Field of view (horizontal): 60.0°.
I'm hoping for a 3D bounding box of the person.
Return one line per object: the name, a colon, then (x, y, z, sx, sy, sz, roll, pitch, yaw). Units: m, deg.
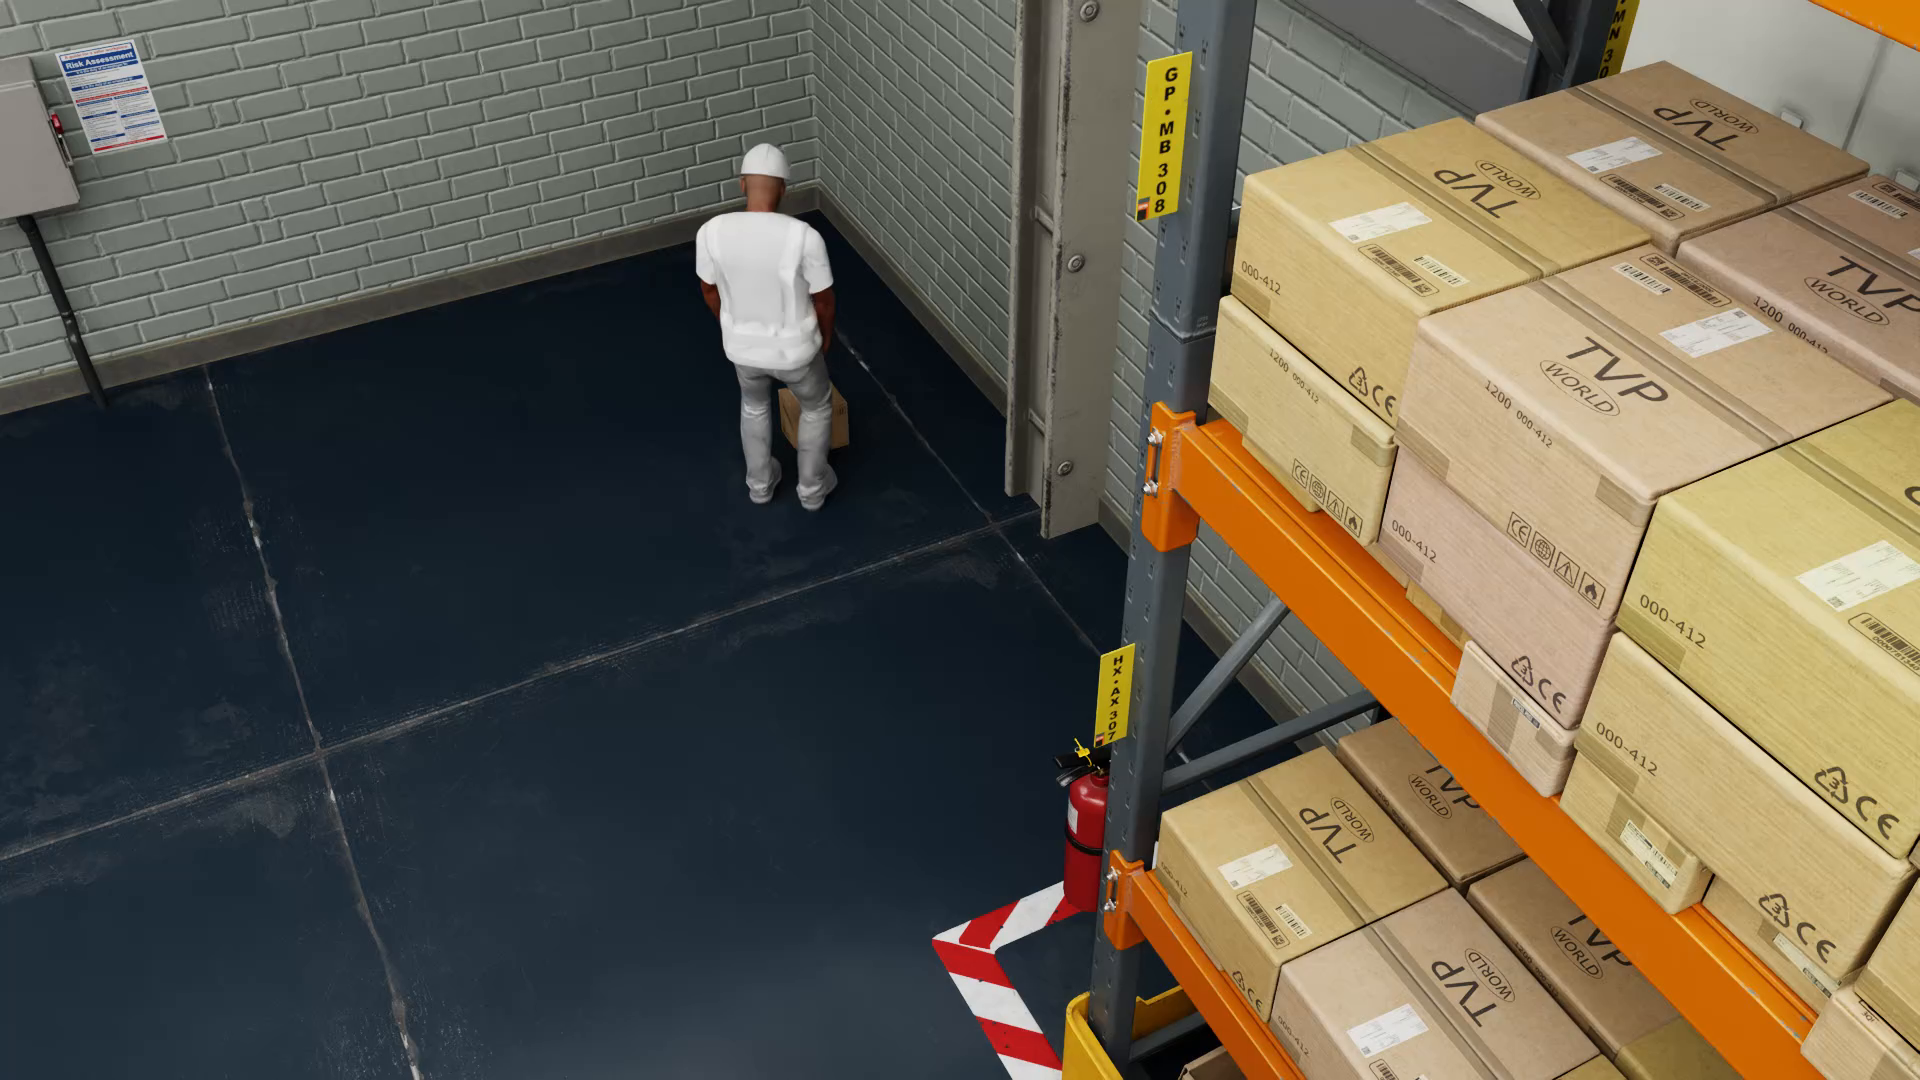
person: (-0.813, -0.885, 7.207, 0.595, 1.705, 0.471, 8, 42, 9)
